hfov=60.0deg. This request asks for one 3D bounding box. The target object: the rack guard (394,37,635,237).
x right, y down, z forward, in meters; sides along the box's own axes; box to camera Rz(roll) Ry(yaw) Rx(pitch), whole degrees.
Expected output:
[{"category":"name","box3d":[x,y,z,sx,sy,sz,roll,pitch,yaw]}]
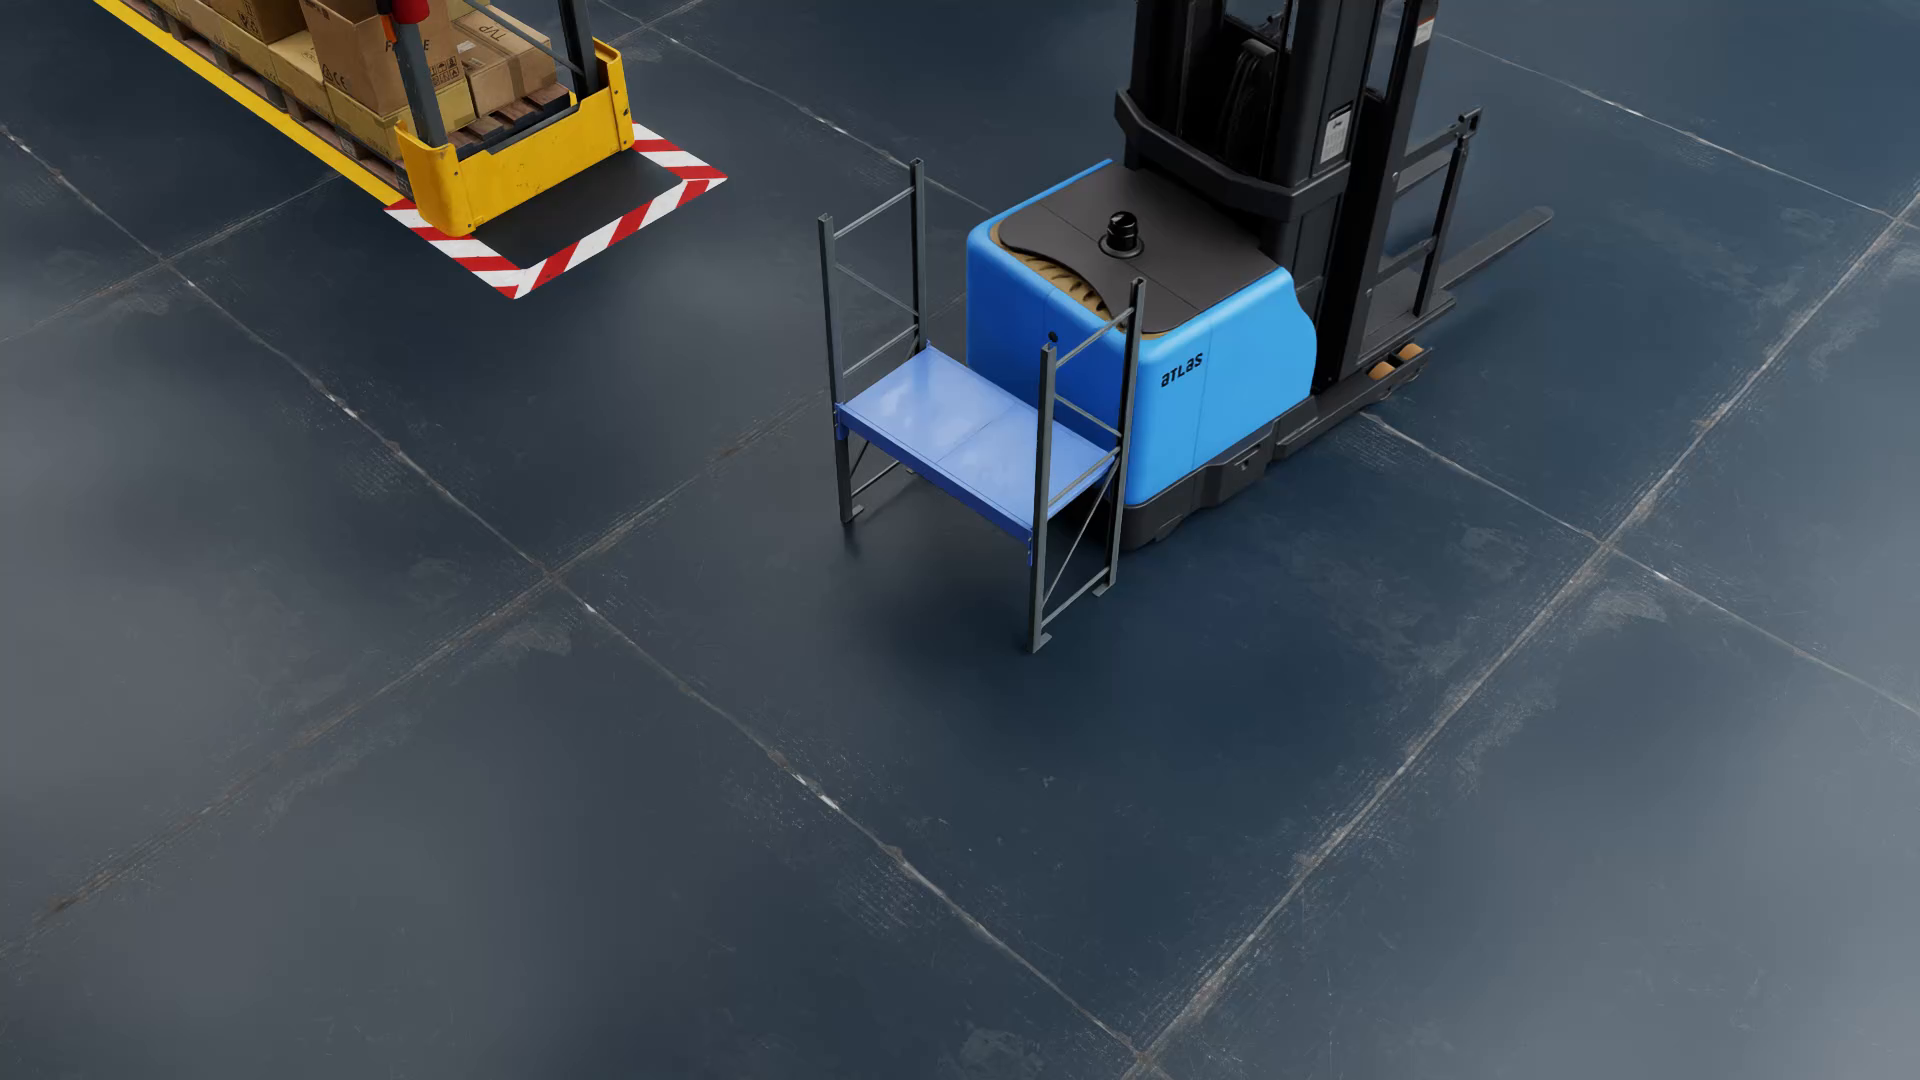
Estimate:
[{"category":"rack guard","box3d":[-2.198,-2.031,8.314,0.348,0.500,1.175,34,55,28]}]

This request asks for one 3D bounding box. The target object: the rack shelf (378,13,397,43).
[{"category":"rack shelf","box3d":[-3.685,-3.641,8.604,4.000,0.370,1.077,34,55,28]}]

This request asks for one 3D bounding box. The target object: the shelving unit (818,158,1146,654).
[{"category":"shelving unit","box3d":[0.063,-0.471,6.164,1.048,1.500,0.538,34,55,28]}]

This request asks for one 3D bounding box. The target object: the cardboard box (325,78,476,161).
[{"category":"cardboard box","box3d":[-2.810,-2.208,8.363,0.500,0.250,0.500,34,55,28]}]

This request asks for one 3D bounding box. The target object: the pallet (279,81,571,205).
[{"category":"pallet","box3d":[-2.806,-2.300,8.764,1.213,0.211,1.003,34,55,28]}]

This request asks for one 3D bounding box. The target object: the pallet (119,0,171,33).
[{"category":"pallet","box3d":[-4.599,-3.506,9.897,1.213,0.211,1.003,34,55,28]}]

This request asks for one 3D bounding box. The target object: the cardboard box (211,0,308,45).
[{"category":"cardboard box","box3d":[-3.556,-2.950,8.546,0.500,0.500,0.500,34,55,28]}]

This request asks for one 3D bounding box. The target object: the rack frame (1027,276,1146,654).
[{"category":"rack frame","box3d":[0.436,-0.220,5.928,0.032,1.500,0.500,34,55,28]}]

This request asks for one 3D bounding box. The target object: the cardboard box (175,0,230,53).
[{"category":"cardboard box","box3d":[-3.921,-2.943,9.054,0.500,0.250,0.500,34,55,28]}]

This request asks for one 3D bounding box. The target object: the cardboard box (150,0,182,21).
[{"category":"cardboard box","box3d":[-4.292,-3.187,9.283,0.500,0.250,0.500,34,55,28]}]

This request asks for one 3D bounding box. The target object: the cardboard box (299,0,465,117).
[{"category":"cardboard box","box3d":[-2.812,-2.463,8.089,0.500,0.500,0.500,34,55,28]}]

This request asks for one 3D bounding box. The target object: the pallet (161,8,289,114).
[{"category":"pallet","box3d":[-3.698,-2.903,9.331,1.213,0.211,1.003,34,55,28]}]

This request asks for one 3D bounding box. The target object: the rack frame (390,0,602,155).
[{"category":"rack frame","box3d":[-2.216,-2.898,7.414,0.127,3.000,1.000,34,55,28]}]

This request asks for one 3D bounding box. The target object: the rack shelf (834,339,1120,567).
[{"category":"rack shelf","box3d":[0.063,-0.348,6.295,1.000,0.185,0.538,34,55,28]}]

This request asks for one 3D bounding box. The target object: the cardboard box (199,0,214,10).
[{"category":"cardboard box","box3d":[-3.923,-3.198,8.779,0.500,0.500,0.500,34,55,28]}]

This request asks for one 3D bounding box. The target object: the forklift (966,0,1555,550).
[{"category":"forklift","box3d":[1.461,-1.885,6.510,3.031,2.935,1.130,-32,54,-26]}]

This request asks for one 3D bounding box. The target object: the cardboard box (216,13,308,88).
[{"category":"cardboard box","box3d":[-3.554,-2.695,8.821,0.500,0.250,0.500,34,55,28]}]

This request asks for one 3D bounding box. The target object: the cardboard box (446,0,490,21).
[{"category":"cardboard box","box3d":[-2.828,-2.988,8.582,0.500,0.500,0.500,34,55,28]}]

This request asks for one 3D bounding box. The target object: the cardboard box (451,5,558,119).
[{"category":"cardboard box","box3d":[-2.459,-2.485,8.624,0.500,0.250,0.500,34,55,28]}]

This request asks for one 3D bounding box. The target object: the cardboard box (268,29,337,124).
[{"category":"cardboard box","box3d":[-3.186,-2.449,8.589,0.500,0.250,0.500,34,55,28]}]

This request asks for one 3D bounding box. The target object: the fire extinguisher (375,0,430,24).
[{"category":"fire extinguisher","box3d":[-2.444,-2.565,7.153,0.183,0.674,0.296,34,55,28]}]

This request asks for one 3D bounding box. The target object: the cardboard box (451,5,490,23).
[{"category":"cardboard box","box3d":[-2.829,-2.730,8.854,0.500,0.250,0.500,34,55,28]}]

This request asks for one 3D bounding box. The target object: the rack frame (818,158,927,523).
[{"category":"rack frame","box3d":[-0.311,-0.723,6.400,0.032,1.500,0.500,34,55,28]}]
